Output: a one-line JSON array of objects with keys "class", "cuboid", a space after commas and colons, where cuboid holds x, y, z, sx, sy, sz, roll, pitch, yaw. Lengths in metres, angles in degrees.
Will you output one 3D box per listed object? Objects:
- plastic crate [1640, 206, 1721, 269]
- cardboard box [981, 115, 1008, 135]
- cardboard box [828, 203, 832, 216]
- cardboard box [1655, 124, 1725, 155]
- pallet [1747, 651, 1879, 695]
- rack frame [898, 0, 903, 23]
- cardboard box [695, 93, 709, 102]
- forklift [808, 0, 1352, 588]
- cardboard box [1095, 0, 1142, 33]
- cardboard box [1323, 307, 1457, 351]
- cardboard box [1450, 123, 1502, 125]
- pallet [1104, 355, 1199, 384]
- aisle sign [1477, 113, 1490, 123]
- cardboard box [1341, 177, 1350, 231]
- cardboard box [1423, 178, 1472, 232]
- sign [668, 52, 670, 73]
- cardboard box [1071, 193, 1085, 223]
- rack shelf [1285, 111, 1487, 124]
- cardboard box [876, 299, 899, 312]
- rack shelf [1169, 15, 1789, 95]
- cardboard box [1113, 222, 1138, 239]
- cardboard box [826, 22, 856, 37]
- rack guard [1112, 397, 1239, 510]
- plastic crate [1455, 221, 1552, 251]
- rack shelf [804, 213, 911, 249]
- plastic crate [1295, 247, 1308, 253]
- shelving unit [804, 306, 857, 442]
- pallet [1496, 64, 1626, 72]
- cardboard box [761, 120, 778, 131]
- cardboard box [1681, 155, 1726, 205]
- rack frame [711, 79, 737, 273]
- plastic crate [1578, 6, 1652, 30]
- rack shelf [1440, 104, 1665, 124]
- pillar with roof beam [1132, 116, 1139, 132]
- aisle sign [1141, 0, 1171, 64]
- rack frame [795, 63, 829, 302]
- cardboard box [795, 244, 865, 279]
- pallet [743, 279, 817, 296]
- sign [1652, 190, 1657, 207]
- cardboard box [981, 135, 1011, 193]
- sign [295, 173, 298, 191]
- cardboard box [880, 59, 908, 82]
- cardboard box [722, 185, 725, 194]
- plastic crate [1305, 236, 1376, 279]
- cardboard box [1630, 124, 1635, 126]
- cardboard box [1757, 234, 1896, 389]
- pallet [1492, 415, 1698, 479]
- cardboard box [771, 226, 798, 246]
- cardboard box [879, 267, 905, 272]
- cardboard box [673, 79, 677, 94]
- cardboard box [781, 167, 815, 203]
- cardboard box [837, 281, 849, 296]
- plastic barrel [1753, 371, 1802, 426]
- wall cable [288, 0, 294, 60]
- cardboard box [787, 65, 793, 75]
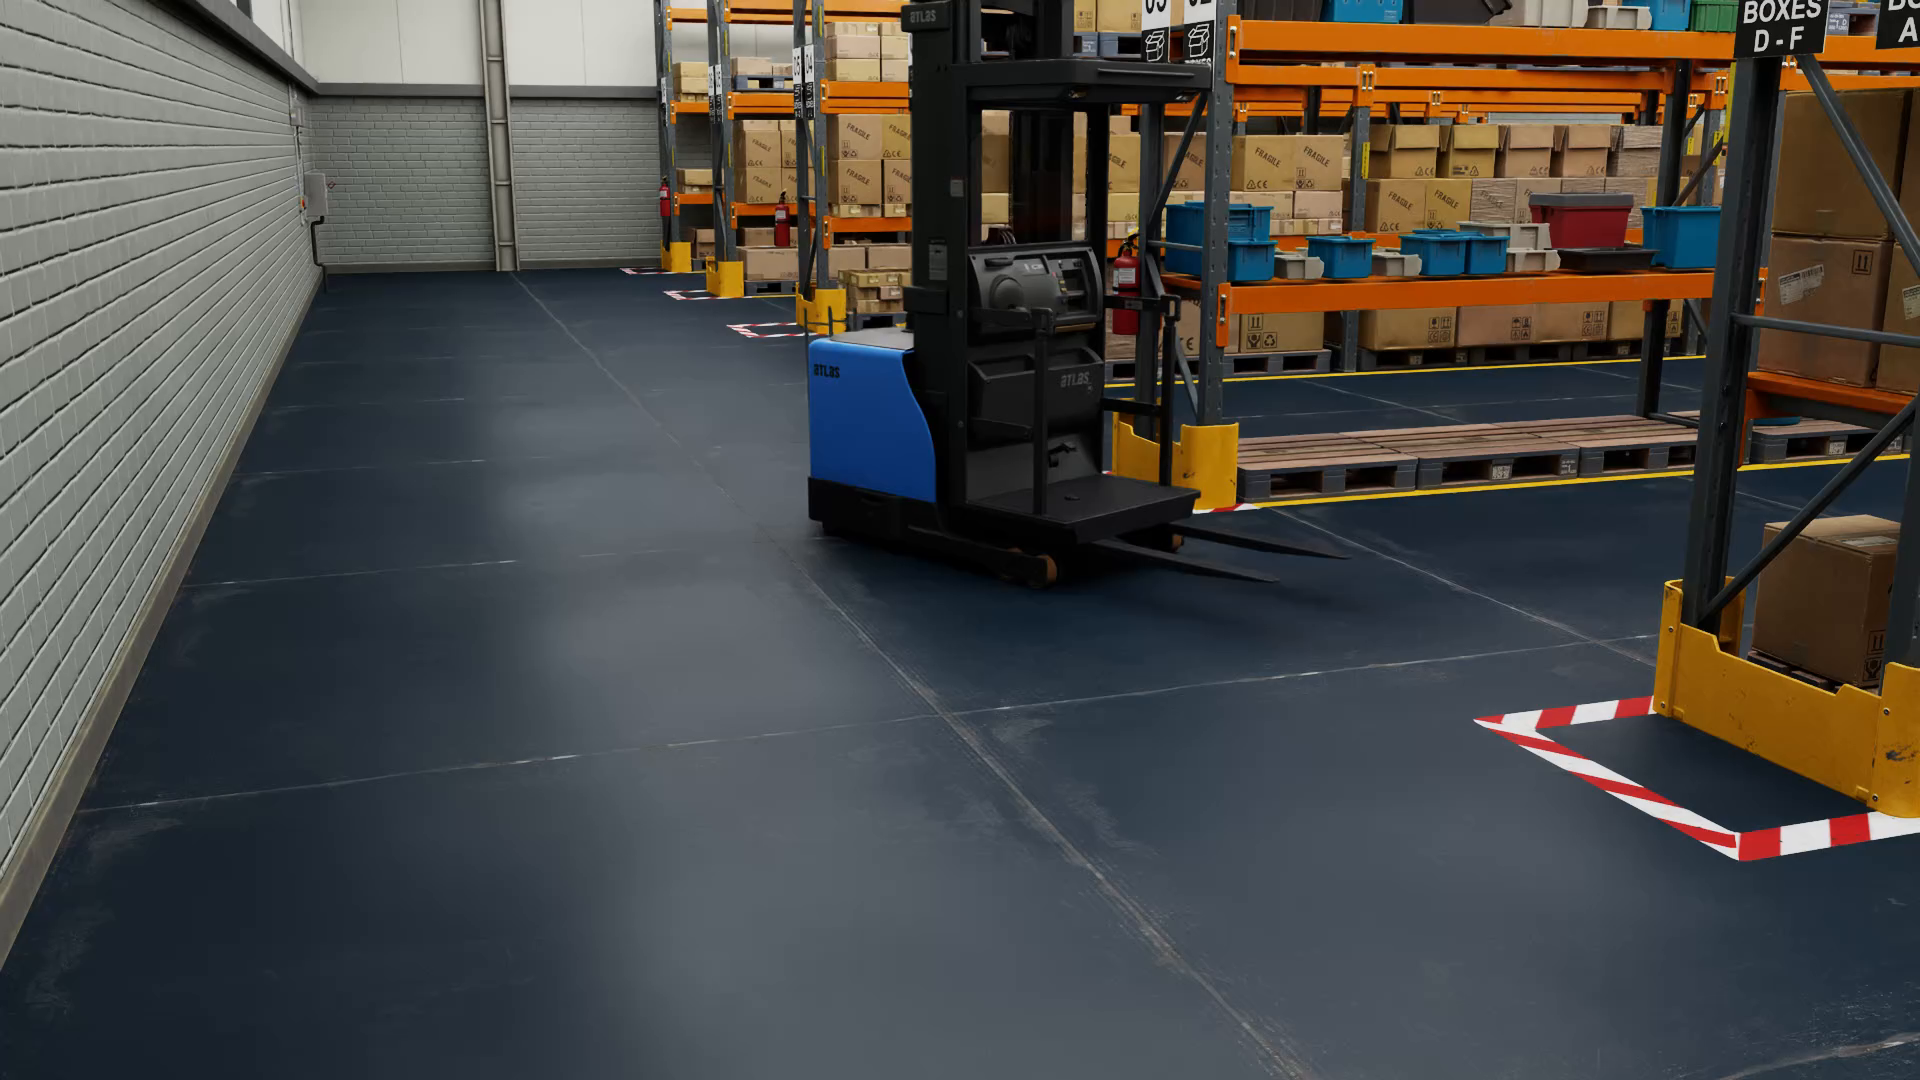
[{"class": "plastic crate", "cuboid": [4.804, -1.986, 10.914, 0.575, 0.384, 0.392, -4, 14, -18]}, {"class": "cardboard box", "cuboid": [0.249, -4.725, 19.506, 0.500, 0.500, 0.500, -5, 14, -20]}, {"class": "cardboard box", "cuboid": [-1.500, -3.924, 19.700, 0.250, 0.149, 0.380, -4, 14, -18]}, {"class": "cardboard box", "cuboid": [10.015, -5.464, 22.973, 0.550, 0.550, 0.875, -4, 14, -18]}, {"class": "pallet", "cuboid": [3.751, 0.600, 6.163, 1.213, 0.211, 1.003, -4, 14, -18]}, {"class": "rack frame", "cuboid": [-1.189, -9.340, 28.964, 0.127, 3.000, 1.000, -4, 14, -18]}, {"class": "cardboard box", "cuboid": [-4.364, -7.461, 28.089, 0.250, 0.149, 0.380, -4, 14, -17]}, {"class": "forklift", "cuboid": [0.548, -1.325, 8.378, 3.031, 2.935, 1.130, 13, 19, 43]}, {"class": "cardboard box", "cuboid": [1.289, -4.740, 14.765, 0.500, 0.500, 0.700, -5, 14, -22]}, {"class": "cardboard box", "cuboid": [4.159, -2.382, 16.359, 0.875, 0.875, 1.225, -4, 14, -18]}, {"class": "cardboard box", "cuboid": [8.466, -6.589, 27.340, 0.500, 0.500, 0.700, -5, 14, -19]}, {"class": "pallet", "cuboid": [1.654, -1.673, 15.722, 1.213, 0.211, 1.003, -4, 14, -18]}, {"class": "aisle sign", "cuboid": [10.340, -8.513, 32.830, 0.004, 0.787, 0.394, -4, 14, -18]}, {"class": "cardboard box", "cuboid": [3.915, -3.303, 16.331, 0.500, 0.500, 0.500, -4, 14, -18]}, {"class": "cardboard box", "cuboid": [4.550, -3.225, 16.003, 0.500, 0.500, 0.500, -4, 14, -18]}, {"class": "sign", "cuboid": [-4.807, -7.892, 27.469, 0.005, 0.325, 0.100, -4, 14, -18]}, {"class": "cardboard box", "cuboid": [0.799, -2.952, 14.754, 0.500, 0.250, 0.500, -5, 14, -19]}, {"class": "rack shelf", "cuboid": [8.289, -8.269, 32.497, 4.000, 0.370, 1.077, -4, 14, -18]}, {"class": "cardboard box", "cuboid": [-0.898, -2.783, 19.614, 0.250, 0.149, 0.380, -5, 14, -18]}, {"class": "rack shelf", "cuboid": [3.243, -3.035, 10.494, 4.000, 0.370, 1.077, -4, 14, -18]}, {"class": "cardboard box", "cuboid": [1.427, -2.792, 14.940, 0.250, 0.149, 0.380, -5, 14, -19]}, {"class": "cardboard box", "cuboid": [-1.339, -5.757, 18.766, 0.250, 0.149, 0.380, -5, 14, -19]}, {"class": "rack guard", "cuboid": [1.328, -0.558, 10.407, 0.348, 0.500, 1.175, -4, 14, -18]}, {"class": "plastic crate", "cuboid": [3.632, -1.973, 11.081, 0.530, 0.282, 0.437, -4, 14, -18]}, {"class": "rack shelf", "cuboid": [0.177, -3.758, 20.013, 4.000, 0.370, 1.077, -4, 14, -18]}, {"class": "plastic crate", "cuboid": [2.341, -1.797, 10.657, 0.243, 0.136, 0.396, -4, 14, -18]}, {"class": "shelving unit", "cuboid": [-0.729, -0.742, 9.649, 0.258, 1.200, 0.189, 10, 16, 44]}, {"class": "pallet", "cuboid": [5.697, -4.680, 16.263, 1.213, 0.211, 1.003, -4, 14, -15]}, {"class": "cardboard box", "cuboid": [-2.743, -5.889, 23.641, 0.250, 0.149, 0.380, -4, 14, -17]}, {"class": "cardboard box", "cuboid": [7.849, -3.757, 17.331, 0.500, 0.500, 0.500, -6, 15, -25]}, {"class": "rack frame", "cuboid": [-3.393, -5.038, 23.842, 0.127, 3.000, 1.000, -4, 14, -18]}, {"class": "plastic crate", "cuboid": [4.054, -3.227, 10.316, 0.466, 0.136, 0.293, -4, 14, -18]}, {"class": "rack shelf", "cuboid": [9.876, -7.181, 27.922, 4.000, 0.370, 1.077, -4, 14, -18]}, {"class": "pillar with roof beam", "cuboid": [4.923, -8.985, 27.471, 0.400, 9.000, 9.100, -4, 14, -18]}, {"class": "aisle sign", "cuboid": [1.185, -3.102, 10.084, 0.004, 0.787, 0.394, -4, 14, -18]}, {"class": "rack frame", "cuboid": [-1.719, -3.960, 19.309, 0.127, 3.000, 1.000, -4, 14, -18]}, {"class": "cardboard box", "cuboid": [-1.935, -4.136, 24.678, 0.875, 0.438, 0.875, -4, 14, -17]}, {"class": "pallet", "cuboid": [-2.660, -3.758, 24.485, 1.213, 0.211, 1.003, -4, 14, -18]}, {"class": "sign", "cuboid": [4.964, -2.329, 11.854, 0.005, 0.325, 0.100, -4, 14, -18]}, {"class": "cardboard box", "cuboid": [0.145, -3.395, 14.994, 0.500, 0.500, 0.500, -4, 14, -17]}, {"class": "sign", "cuboid": [-8.773, -4.733, 21.976, 0.001, 0.218, 0.327, -4, 14, -18]}, {"class": "cardboard box", "cuboid": [-0.711, -5.361, 19.042, 0.500, 0.250, 0.500, -4, 14, -16]}, {"class": "cardboard box", "cuboid": [-4.117, -6.024, 28.530, 0.250, 0.149, 0.380, -5, 14, -19]}, {"class": "plastic crate", "cuboid": [2.310, -1.721, 10.127, 0.300, 0.233, 0.416, -4, 14, -18]}, {"class": "cardboard box", "cuboid": [11.357, -6.813, 28.285, 0.500, 0.500, 0.700, -5, 14, -19]}, {"class": "cardboard box", "cuboid": [3.261, -0.833, 5.947, 0.500, 0.500, 0.500, -4, 14, -16]}, {"class": "pallet", "cuboid": [4.454, -0.654, 11.437, 1.213, 0.211, 1.003, -4, 14, -18]}, {"class": "cardboard box", "cuboid": [-3.014, -5.211, 29.061, 0.500, 0.500, 0.500, -4, 14, -17]}, {"class": "cardboard box", "cuboid": [-0.836, -3.214, 20.142, 0.250, 0.149, 0.380, -5, 14, -19]}, {"class": "cardboard box", "cuboid": [-4.645, -7.750, 28.442, 0.500, 0.250, 0.500, -5, 14, -19]}, {"class": "cardboard box", "cuboid": [-2.376, -5.103, 23.897, 0.500, 0.500, 0.500, -5, 14, -19]}, {"class": "cardboard box", "cuboid": [-1.310, -3.024, 19.983, 0.250, 0.149, 0.380, -5, 14, -20]}, {"class": "plastic barrel", "cuboid": [5.659, -1.293, 11.726, 0.708, 0.901, 0.600, -4, 14, -18]}, {"class": "wall cable", "cuboid": [-9.785, -8.272, 24.393, 0.133, 3.039, 2.988, -4, 14, -18]}, {"class": "cardboard box", "cuboid": [-2.289, -6.658, 23.589, 0.250, 0.149, 0.380, -4, 14, -16]}]
